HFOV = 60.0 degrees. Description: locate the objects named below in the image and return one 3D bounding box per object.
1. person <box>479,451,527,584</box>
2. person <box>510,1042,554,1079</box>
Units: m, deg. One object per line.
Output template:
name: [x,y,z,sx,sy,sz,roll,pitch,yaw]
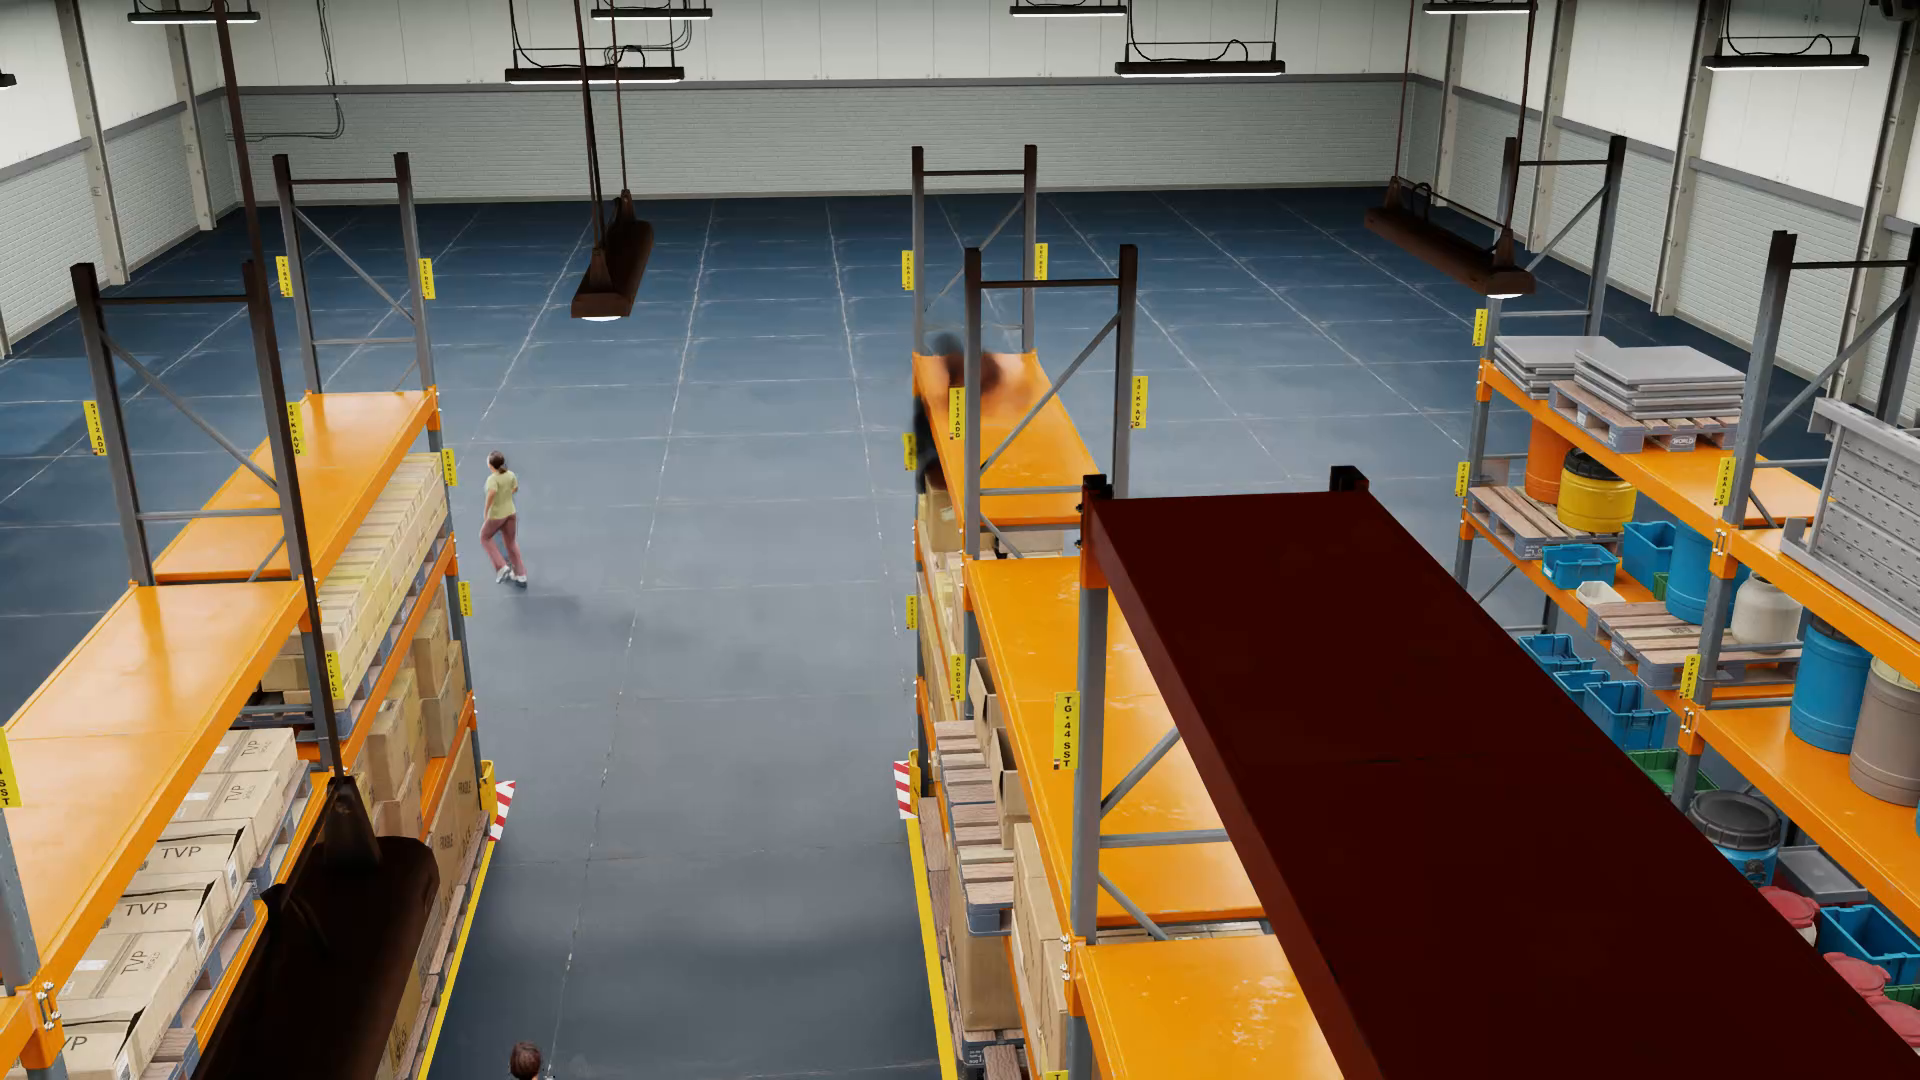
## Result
person: [-5.565,-0.270,20.091,0.647,1.678,0.605,15,26,33]
person: [-2.529,3.687,10.044,0.552,1.639,0.613,-8,23,-20]
